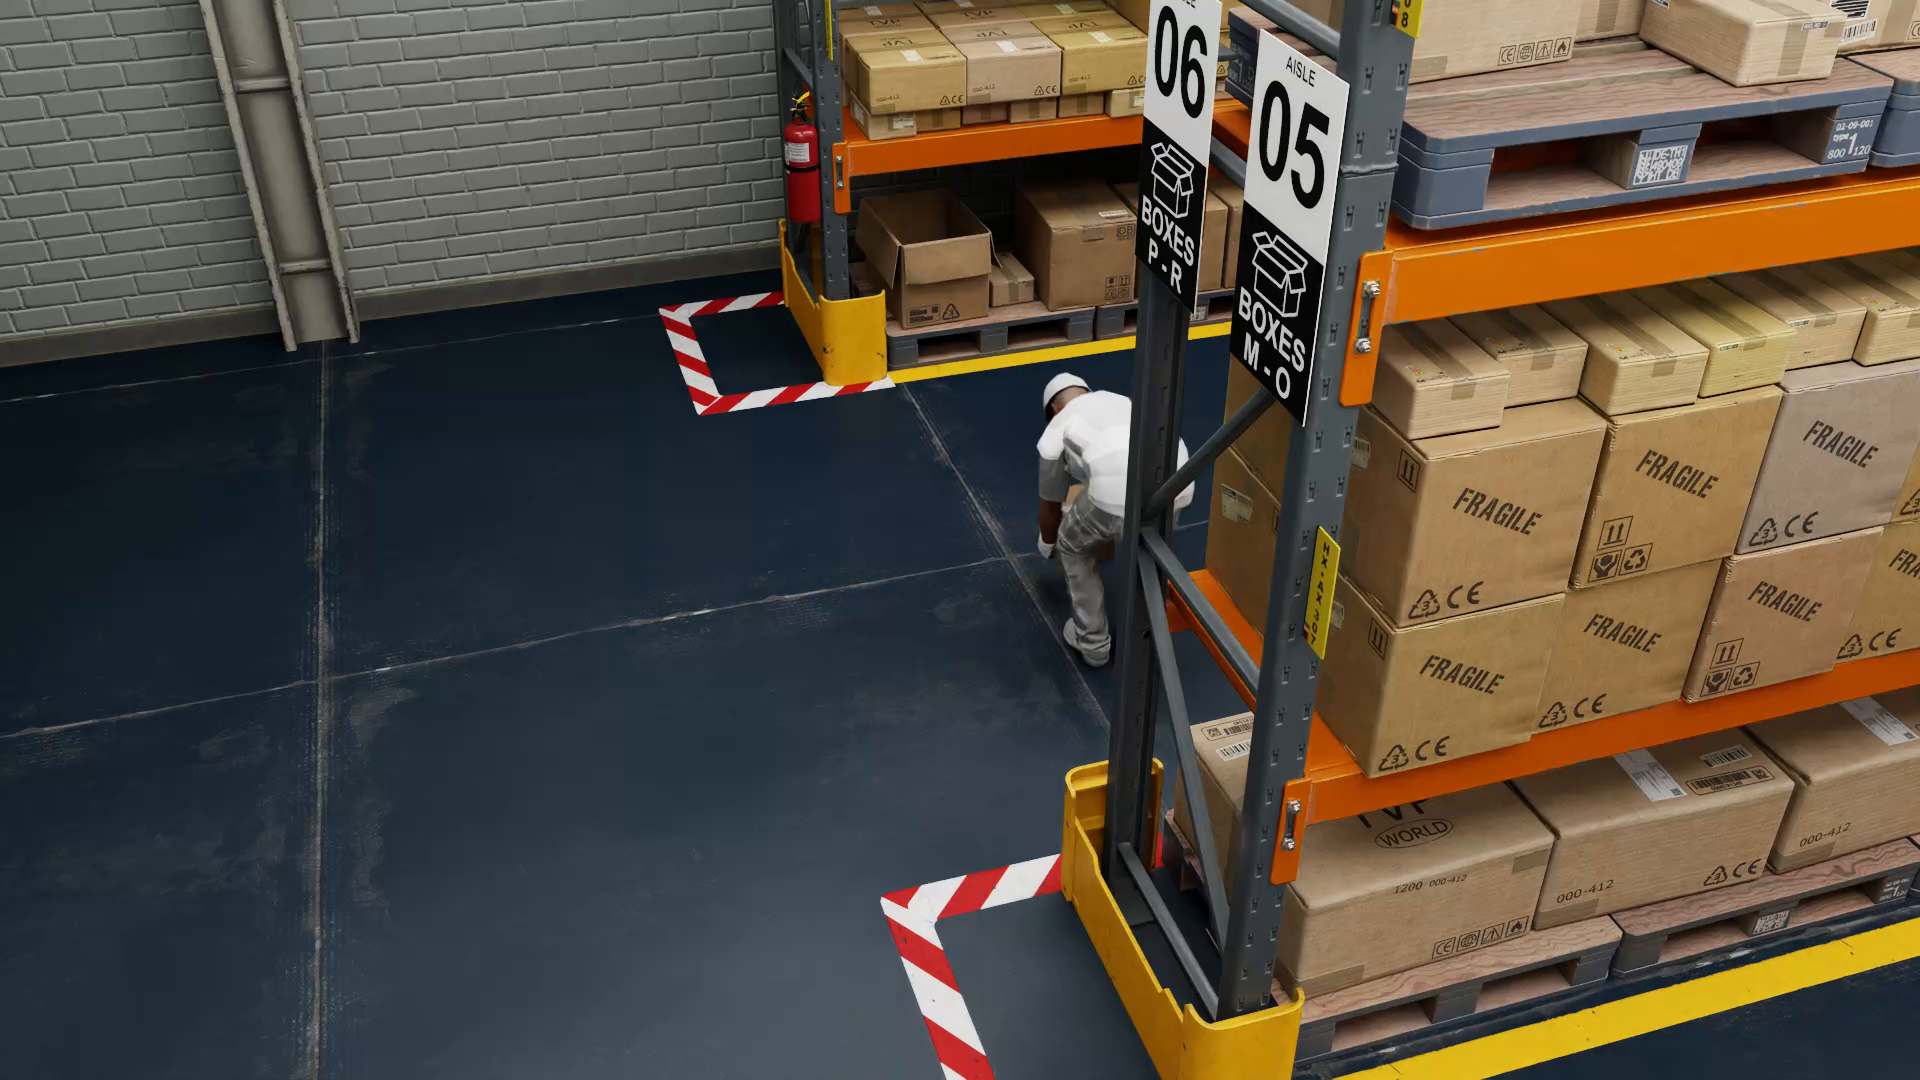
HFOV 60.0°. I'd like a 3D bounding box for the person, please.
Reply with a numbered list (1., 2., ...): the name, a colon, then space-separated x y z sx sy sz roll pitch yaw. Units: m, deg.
1. person: 0.585 -0.124 6.936 0.510 1.085 0.992 -11 35 -17
